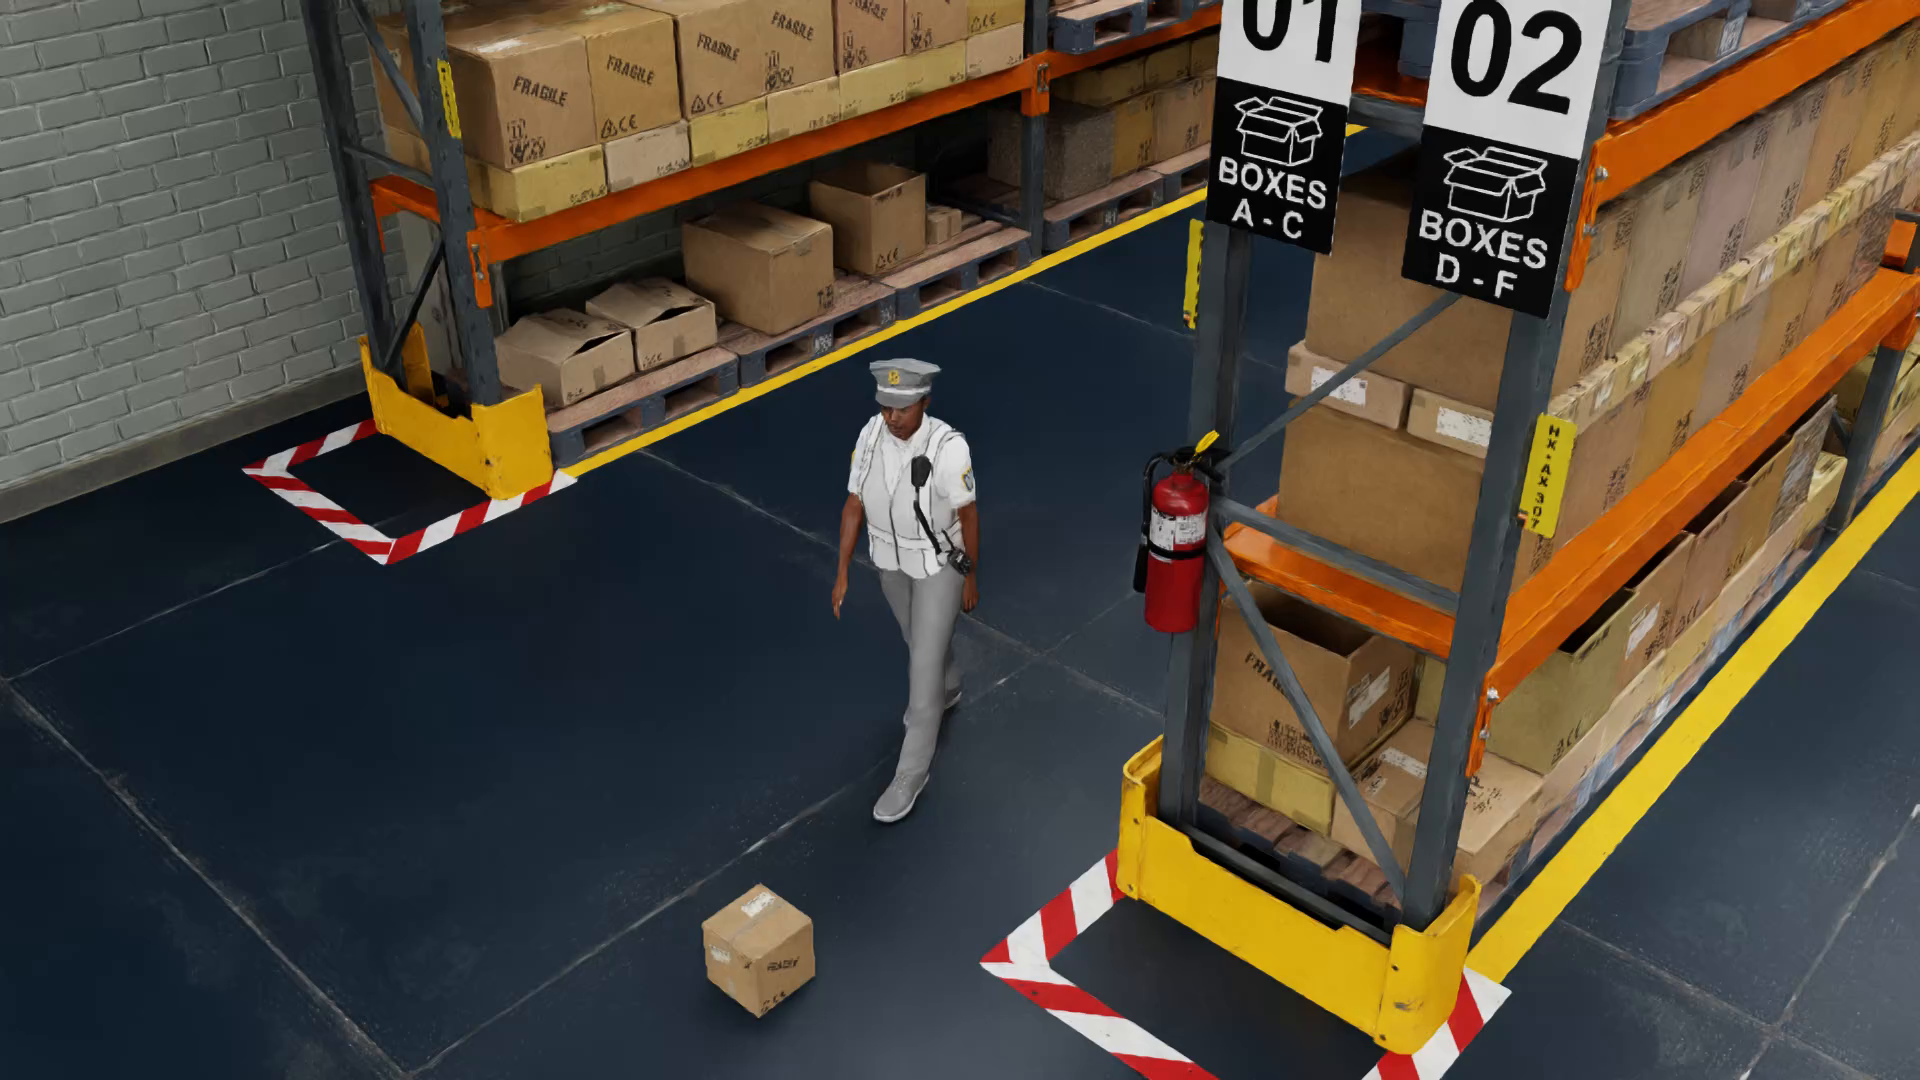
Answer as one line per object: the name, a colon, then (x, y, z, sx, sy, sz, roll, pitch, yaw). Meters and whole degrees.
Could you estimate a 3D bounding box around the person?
person: (-0.193, 0.104, 5.928, 0.451, 1.657, 0.792, 19, 36, 28)
